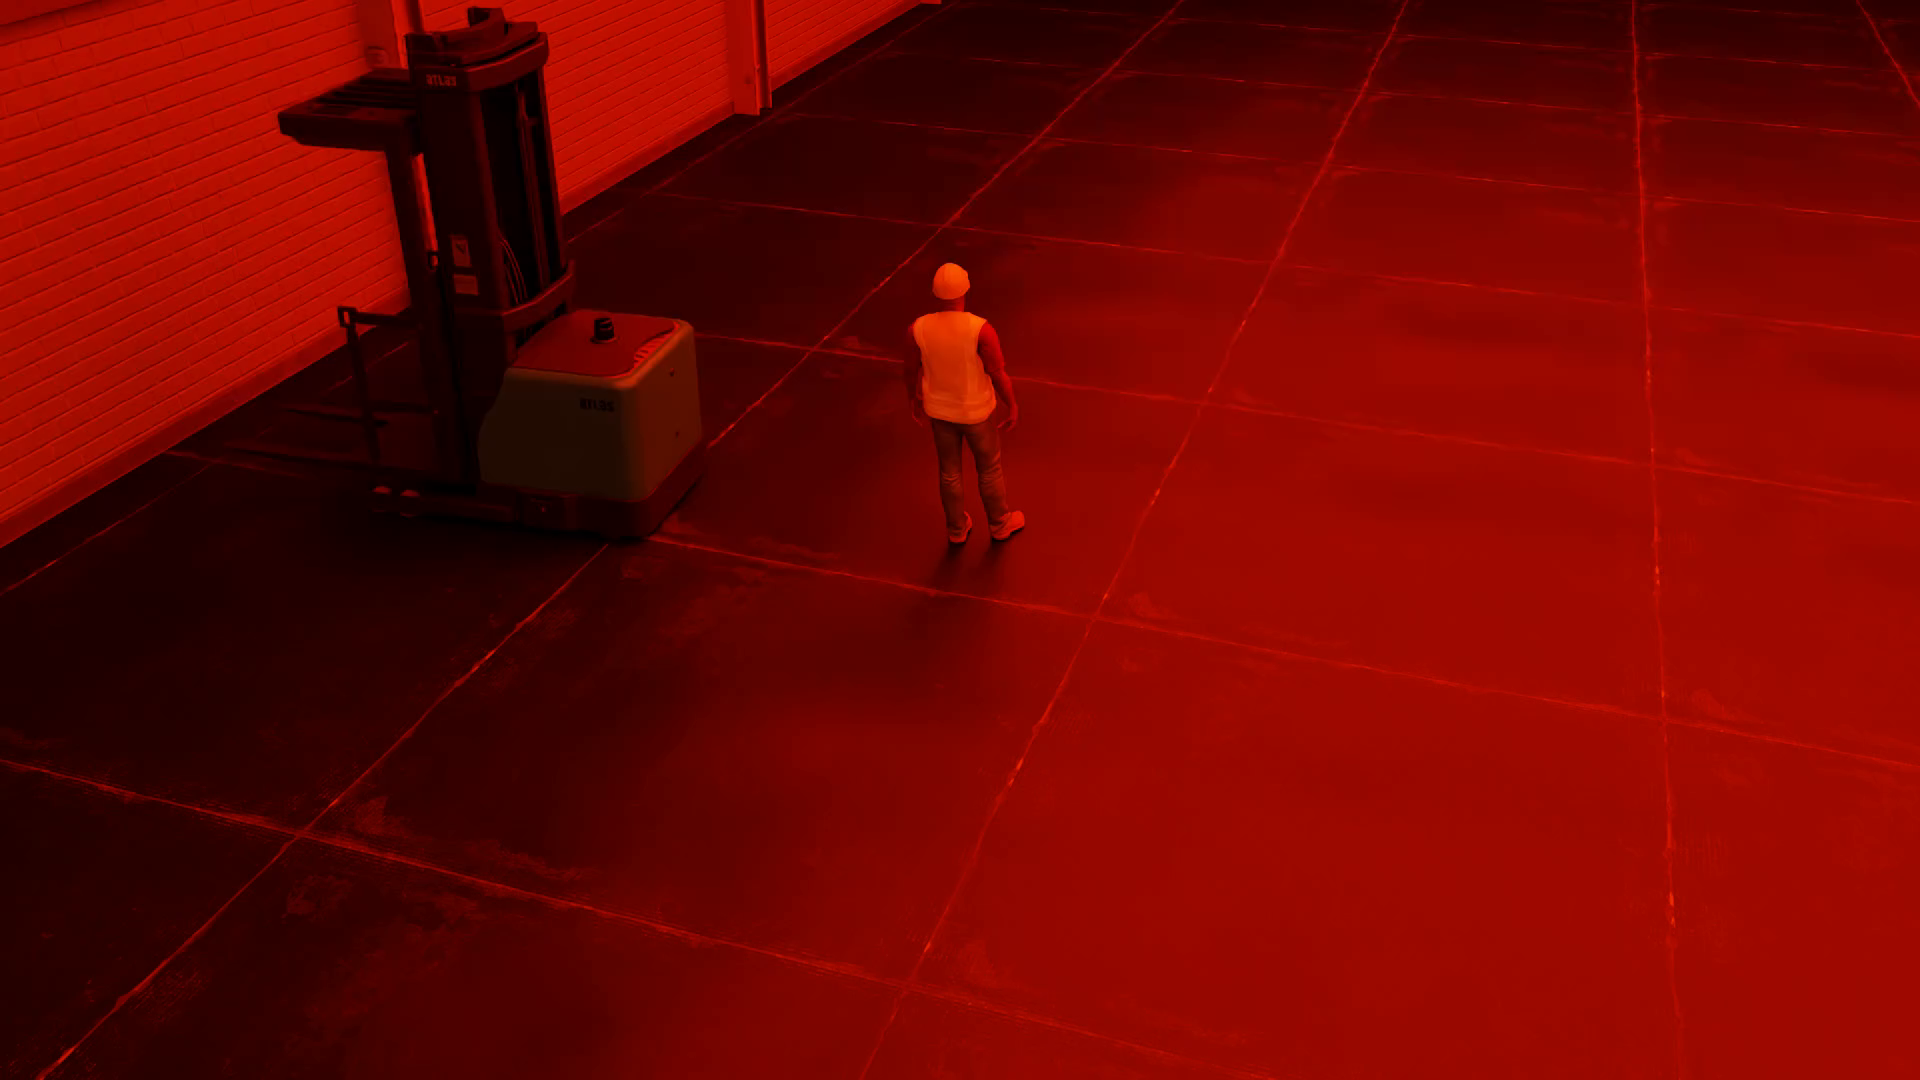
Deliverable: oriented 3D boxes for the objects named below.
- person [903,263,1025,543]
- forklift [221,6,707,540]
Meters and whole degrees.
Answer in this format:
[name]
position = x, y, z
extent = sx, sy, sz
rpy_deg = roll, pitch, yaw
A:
[person]
position = 0.028, -0.806, 9.711
extent = 0.665, 1.768, 0.575
rpy_deg = 10, 31, 16
[forklift]
position = -3.213, -1.659, 10.048
extent = 3.031, 2.935, 1.130
rpy_deg = 7, 30, 13
